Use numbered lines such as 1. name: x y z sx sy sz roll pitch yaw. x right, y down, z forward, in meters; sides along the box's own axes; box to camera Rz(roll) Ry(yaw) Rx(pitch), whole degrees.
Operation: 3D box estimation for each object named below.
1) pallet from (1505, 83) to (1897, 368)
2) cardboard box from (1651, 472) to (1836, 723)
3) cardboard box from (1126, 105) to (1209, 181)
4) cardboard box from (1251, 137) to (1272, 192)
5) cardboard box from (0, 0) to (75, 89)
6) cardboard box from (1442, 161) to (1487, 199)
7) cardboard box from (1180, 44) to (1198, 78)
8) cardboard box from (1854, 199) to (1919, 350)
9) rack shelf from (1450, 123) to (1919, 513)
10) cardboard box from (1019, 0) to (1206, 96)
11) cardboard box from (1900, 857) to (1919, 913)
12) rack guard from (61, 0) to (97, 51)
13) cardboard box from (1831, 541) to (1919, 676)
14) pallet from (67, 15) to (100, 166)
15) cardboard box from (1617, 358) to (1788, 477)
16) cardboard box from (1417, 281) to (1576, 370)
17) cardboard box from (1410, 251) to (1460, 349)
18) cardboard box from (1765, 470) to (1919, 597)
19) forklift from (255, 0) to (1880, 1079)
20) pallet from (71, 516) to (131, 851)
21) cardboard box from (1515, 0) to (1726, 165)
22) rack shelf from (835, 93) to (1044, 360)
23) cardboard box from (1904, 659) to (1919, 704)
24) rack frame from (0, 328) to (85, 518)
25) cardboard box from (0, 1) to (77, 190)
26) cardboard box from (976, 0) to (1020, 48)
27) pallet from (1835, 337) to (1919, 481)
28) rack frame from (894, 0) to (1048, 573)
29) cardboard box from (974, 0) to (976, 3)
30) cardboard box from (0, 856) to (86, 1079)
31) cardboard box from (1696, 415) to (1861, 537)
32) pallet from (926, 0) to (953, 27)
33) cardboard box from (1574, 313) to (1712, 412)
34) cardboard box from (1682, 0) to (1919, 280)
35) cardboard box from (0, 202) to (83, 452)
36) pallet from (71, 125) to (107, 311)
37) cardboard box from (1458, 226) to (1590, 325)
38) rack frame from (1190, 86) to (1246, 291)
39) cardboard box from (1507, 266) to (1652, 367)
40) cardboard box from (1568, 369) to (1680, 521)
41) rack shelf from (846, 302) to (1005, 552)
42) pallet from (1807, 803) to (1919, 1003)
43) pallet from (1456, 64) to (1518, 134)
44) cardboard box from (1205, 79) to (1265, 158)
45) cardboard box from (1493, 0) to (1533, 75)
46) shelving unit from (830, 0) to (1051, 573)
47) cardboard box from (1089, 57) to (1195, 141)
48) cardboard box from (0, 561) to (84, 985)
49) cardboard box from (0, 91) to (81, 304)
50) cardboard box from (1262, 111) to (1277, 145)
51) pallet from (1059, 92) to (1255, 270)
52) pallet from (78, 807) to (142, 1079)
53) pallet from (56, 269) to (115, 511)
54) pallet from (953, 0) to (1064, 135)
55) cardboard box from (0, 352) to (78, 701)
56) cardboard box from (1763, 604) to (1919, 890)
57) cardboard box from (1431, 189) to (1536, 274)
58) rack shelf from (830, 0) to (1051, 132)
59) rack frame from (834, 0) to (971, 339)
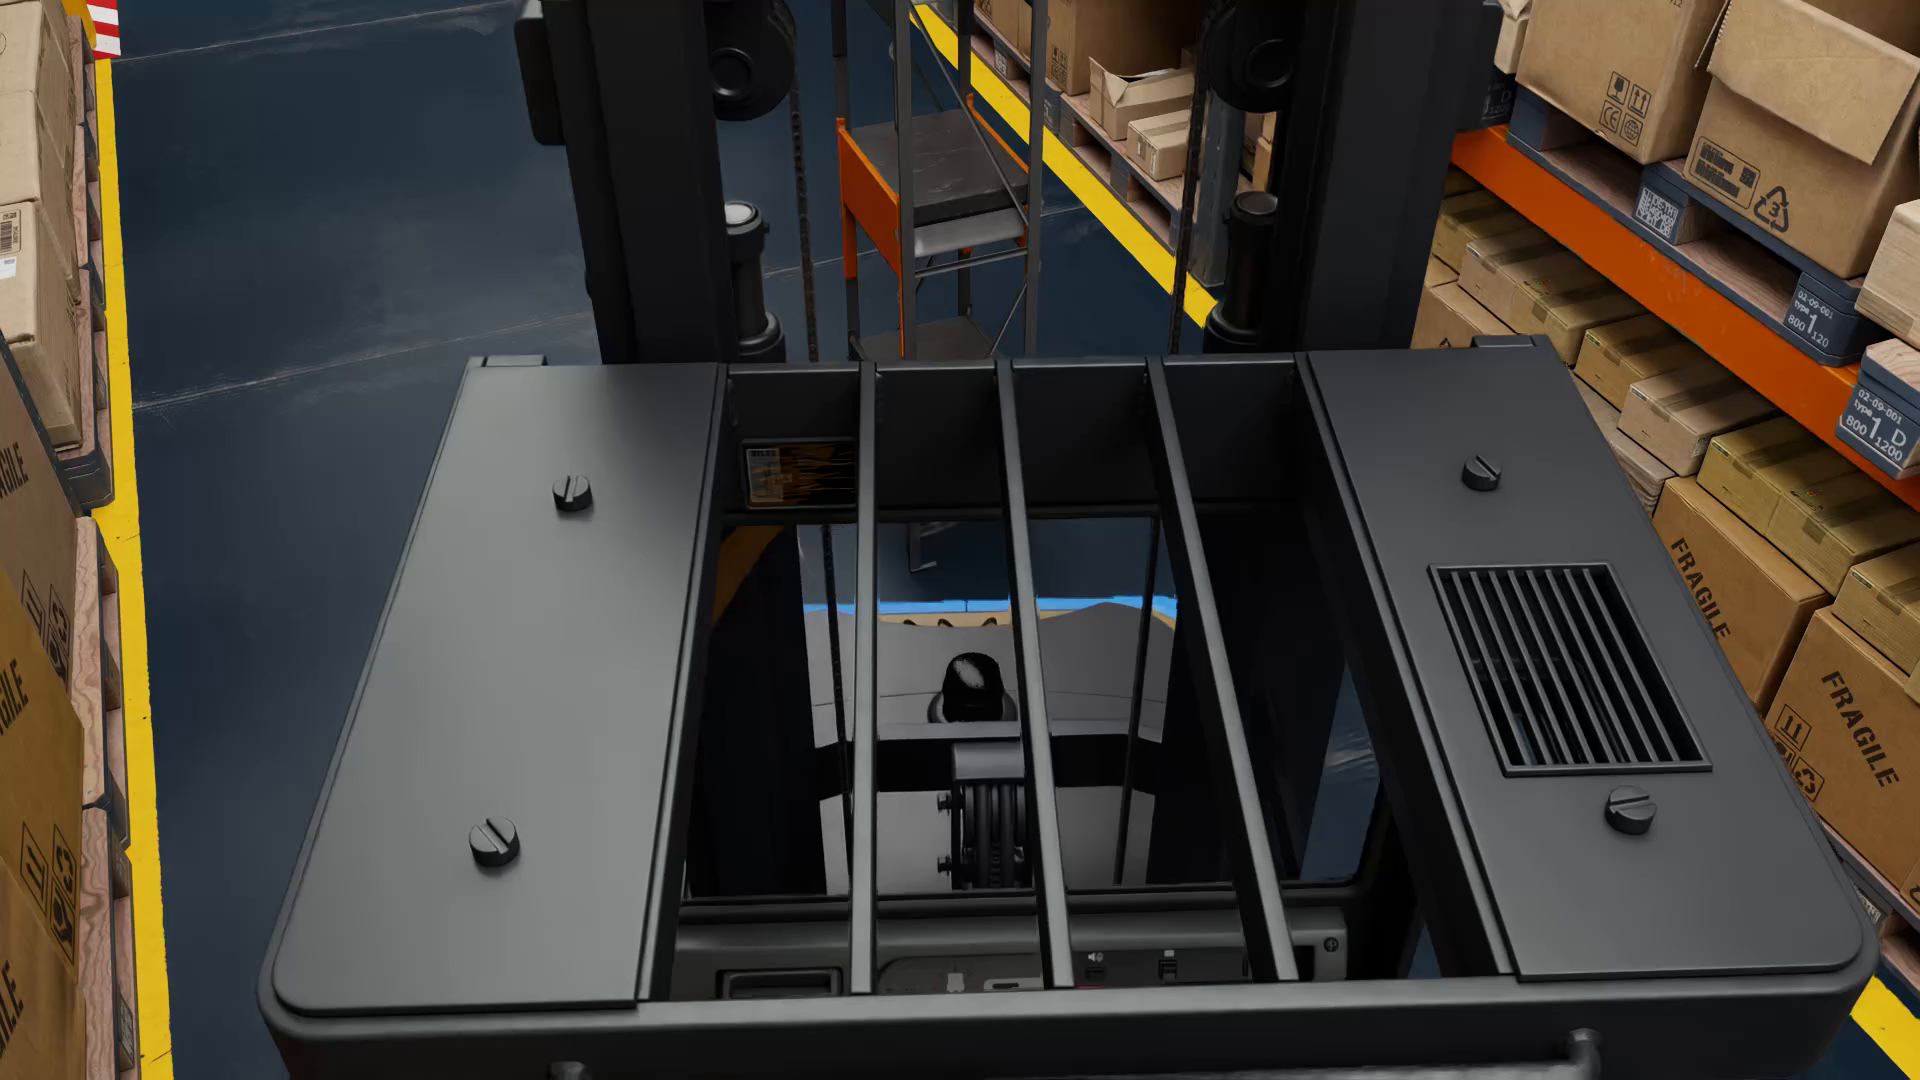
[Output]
1. pallet: 2.160 -0.941 4.191 1.003 0.211 1.213 -15 43 -17
2. cardboard box: 2.164 0.125 4.399 0.500 0.500 0.500 -13 42 -15
3. cardboard box: 0.894 -1.594 6.668 0.380 0.149 0.250 -16 43 -18
4. cardboard box: 1.355 -1.117 5.844 0.500 0.500 0.500 -13 42 -15
5. cardboard box: -4.392 -2.238 7.194 0.875 0.438 0.875 -17 43 -18
6. cardboard box: 1.556 -1.129 5.360 0.380 0.149 0.250 -17 44 -19
7. cardboard box: 1.178 -2.050 7.198 0.380 0.149 0.250 -16 43 -17
8. cardboard box: 2.206 -0.501 3.325 0.500 0.250 0.500 -17 44 -19
9. rack shelf: 2.143 -0.776 4.403 1.077 0.370 4.000 -15 43 -17
10. cardboard box: 0.682 -2.332 7.257 0.700 0.500 0.500 -17 43 -18
11. cardboard box: 2.548 0.744 3.680 0.500 0.500 0.500 -14 43 -16
12. rack guard: -4.746 -2.489 7.761 1.175 0.500 0.348 -15 43 -17
13. cardboard box: 2.292 0.138 3.886 0.380 0.149 0.250 -16 43 -18
14. pallet: -4.359 -1.903 7.301 1.003 0.211 1.213 -15 43 -17
15. cardboard box: 2.004 -0.341 4.444 0.380 0.149 0.250 -17 44 -19
16. cardboard box: 1.755 -0.497 5.123 0.500 0.500 0.500 -16 43 -18
17. cardboard box: 1.568 -0.799 5.474 0.500 0.500 0.500 -16 43 -17
18. cardboard box: 2.233 -0.032 4.084 0.380 0.149 0.250 -14 43 -16
19. forklift: 0.064 0.783 2.092 1.130 2.935 3.031 -1 41 -2
20. pallet: -2.842 0.490 4.518 1.003 0.211 1.213 -15 43 -17
21. cardboard box: 1.855 -1.319 4.084 0.700 0.500 0.500 -15 43 -17
22. rack shelf: -0.063 -0.885 4.690 0.431 0.518 0.480 -15 43 -17
23. cardboard box: 2.352 0.308 3.689 0.380 0.149 0.250 -17 44 -19
24. rack frame: -3.207 -1.013 4.127 1.000 3.000 0.127 -15 43 -17
25. cardboard box: -4.034 -1.688 6.556 0.875 0.438 0.875 -14 43 -16
26. cardboard box: 0.395 -2.614 7.585 0.500 0.500 0.500 -14 43 -16
27. pallet: 2.584 -0.162 3.285 1.213 0.211 1.003 -15 43 -17
28. rack frame: 0.030 -0.749 4.510 0.400 2.100 0.015 -15 43 -17
29. cardboard box: 0.285 -2.958 7.984 0.700 0.500 0.500 -13 42 -15
30. cardboard box: -2.201 1.068 3.015 0.875 0.875 0.875 -15 43 -16
31. cardboard box: 2.137 -0.182 4.259 0.380 0.149 0.250 -16 43 -17
32. pallet: 0.183 -3.080 8.670 1.003 0.211 1.213 -15 43 -17
33. cardboard box: 1.957 -0.502 4.631 0.380 0.149 0.250 -15 43 -17
34. cardboard box: 2.113 -0.979 3.687 0.797 0.503 0.637 -16 43 -18
35. cardboard box: -3.348 -0.606 5.297 0.875 0.438 0.875 -16 43 -17
36. pallet: -3.896 -1.169 6.448 1.003 0.211 1.213 -15 43 -17
37. cardboard box: 1.734 -0.807 4.986 0.380 0.149 0.250 -15 43 -17
38. rack frame: 1.378 -2.253 5.570 1.000 3.000 0.127 -15 43 -17
39. cardboard box: 1.827 -0.657 4.811 0.380 0.149 0.250 -14 43 -15
40. cardboard box: 1.948 -0.183 4.758 0.500 0.500 0.500 -17 43 -18
41. rack shelf: -0.063 -0.355 5.147 0.431 0.518 0.480 -15 43 -17
42. pallet: 2.658 0.754 4.211 1.003 0.211 1.213 -15 43 -17
43. pallet: 1.583 -1.672 5.041 1.003 0.211 1.213 -15 43 -17
44. cardboard box: 1.344 -1.850 6.841 0.500 0.311 0.500 -14 43 -15
45. cardboard box: 1.555 -1.429 4.392 0.396 0.266 0.258 -13 42 -15
46. shelving unit: -0.063 -0.896 4.681 0.431 2.100 0.503 -15 43 -17
47. cardboard box: 0.757 -1.853 6.879 0.396 0.266 0.258 -14 43 -15
48. cardboard box: -2.543 0.529 3.641 0.875 0.875 0.875 -14 43 -16
49. cardboard box: -3.691 -1.145 5.924 0.875 0.438 0.875 -16 43 -18
50. cardboard box: 1.269 -1.428 5.708 0.380 0.149 0.250 -13 42 -15
51. pallet: 1.116 -1.610 6.960 1.003 0.211 1.213 -15 43 -17
52. pallet: -2.371 1.227 3.662 1.003 0.211 1.213 -15 43 -17
53. pallet: -3.425 -0.433 5.592 1.003 0.211 1.213 -15 43 -17
54. pallet: 0.646 -2.346 7.816 1.003 0.211 1.213 -15 43 -17
55. cardboard box: -2.895 -0.013 4.272 0.875 0.875 0.875 -14 43 -16
56. cardboard box: 2.366 0.440 4.033 0.500 0.500 0.500 -16 43 -17
57. cardboard box: 1.673 -0.967 5.172 0.380 0.149 0.250 -16 43 -18
58. rack shelf: -0.063 -1.416 4.234 0.431 0.518 0.480 -15 43 -17
59. rack frame: -0.157 -1.043 4.852 0.400 2.100 0.015 -15 43 -17
